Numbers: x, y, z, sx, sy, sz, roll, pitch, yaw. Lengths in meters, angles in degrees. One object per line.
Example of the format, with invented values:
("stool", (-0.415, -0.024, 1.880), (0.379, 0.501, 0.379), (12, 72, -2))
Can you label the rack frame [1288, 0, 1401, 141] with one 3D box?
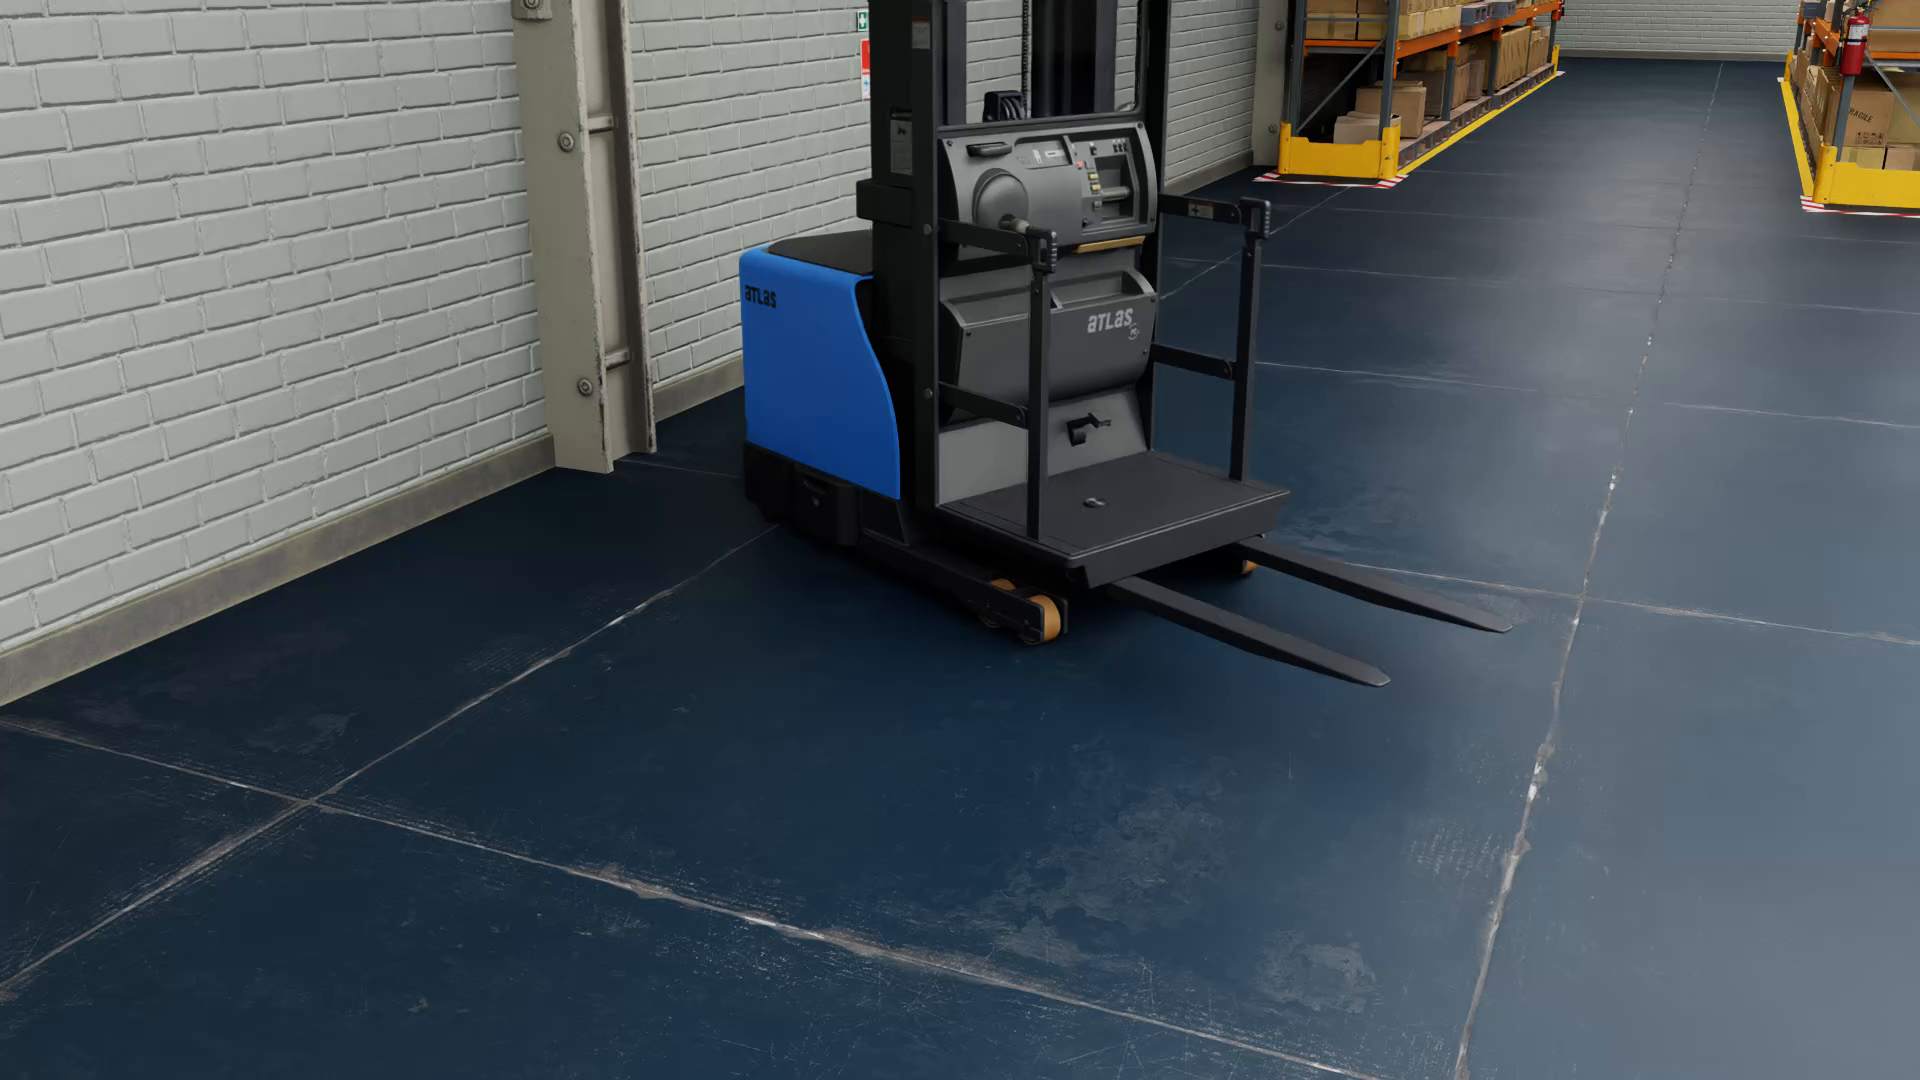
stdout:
("rack frame", (3.809, -5.121, 16.393), (1.000, 3.000, 0.127), (9, 21, 23))

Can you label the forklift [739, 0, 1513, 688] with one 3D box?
("forklift", (0.457, -1.223, 5.533), (1.130, 2.935, 3.031), (-16, 25, -37))

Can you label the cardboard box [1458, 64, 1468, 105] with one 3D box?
("cardboard box", (6.343, -6.072, 22.140), (0.700, 0.500, 0.500), (8, 21, 22))

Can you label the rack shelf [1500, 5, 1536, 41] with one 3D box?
("rack shelf", (7.904, -7.839, 25.109), (1.077, 0.370, 4.000), (9, 21, 23))

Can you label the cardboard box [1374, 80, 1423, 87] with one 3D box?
("cardboard box", (5.058, -5.051, 19.269), (0.500, 0.500, 0.500), (7, 21, 19))

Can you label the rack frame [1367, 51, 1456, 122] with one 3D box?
("rack frame", (5.447, -6.344, 19.831), (1.000, 3.000, 0.127), (9, 21, 23))

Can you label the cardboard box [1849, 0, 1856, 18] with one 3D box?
("cardboard box", (9.792, -5.576, 17.523), (0.700, 0.500, 0.500), (8, 21, 21))

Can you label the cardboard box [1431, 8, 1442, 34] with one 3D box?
("cardboard box", (4.921, -5.636, 18.033), (0.500, 0.250, 0.500), (9, 21, 23))

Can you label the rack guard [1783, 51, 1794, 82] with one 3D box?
("rack guard", (14.850, -8.133, 28.592), (1.175, 0.500, 0.348), (9, 21, 23))

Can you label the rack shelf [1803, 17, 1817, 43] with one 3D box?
("rack shelf", (12.425, -7.161, 23.201), (1.077, 0.370, 4.000), (9, 21, 23))

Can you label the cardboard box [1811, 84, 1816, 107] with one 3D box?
("cardboard box", (9.872, -4.995, 18.678), (0.500, 0.311, 0.500), (9, 21, 23))

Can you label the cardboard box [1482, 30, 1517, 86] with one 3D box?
("cardboard box", (7.870, -7.226, 24.891), (0.750, 0.750, 0.750), (8, 21, 22))

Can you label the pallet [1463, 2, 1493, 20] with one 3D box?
("pallet", (6.311, -6.866, 21.584), (1.003, 0.211, 1.213), (9, 21, 23))

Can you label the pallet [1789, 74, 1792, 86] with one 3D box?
("pallet", (14.525, -7.753, 27.954), (1.003, 0.211, 1.213), (9, 21, 23))

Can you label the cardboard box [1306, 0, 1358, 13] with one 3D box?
("cardboard box", (3.808, -5.587, 16.776), (0.500, 0.500, 0.500), (8, 21, 22))

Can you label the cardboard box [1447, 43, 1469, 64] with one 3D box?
("cardboard box", (6.547, -6.557, 22.384), (0.500, 0.250, 0.500), (9, 21, 24))

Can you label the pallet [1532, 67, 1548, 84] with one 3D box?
("pallet", (9.604, -8.072, 28.851), (1.003, 0.211, 1.213), (9, 21, 23))

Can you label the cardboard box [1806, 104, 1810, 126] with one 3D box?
("cardboard box", (10.082, -4.889, 19.216), (0.500, 0.250, 0.500), (8, 21, 22))

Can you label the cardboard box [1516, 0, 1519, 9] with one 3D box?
("cardboard box", (8.282, -8.156, 25.272), (0.380, 0.149, 0.250), (8, 21, 21))

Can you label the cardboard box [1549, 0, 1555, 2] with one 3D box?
("cardboard box", (9.873, -9.773, 29.024), (0.980, 0.700, 0.700), (8, 21, 22))

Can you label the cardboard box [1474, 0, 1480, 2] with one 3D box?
("cardboard box", (6.411, -7.292, 21.692), (0.700, 0.500, 0.500), (9, 21, 23))

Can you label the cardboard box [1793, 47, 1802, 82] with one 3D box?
("cardboard box", (13.218, -7.354, 25.744), (0.500, 0.500, 0.500), (9, 21, 23))

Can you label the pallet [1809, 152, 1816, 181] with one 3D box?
("pallet", (9.105, -3.740, 16.671), (1.003, 0.211, 1.213), (9, 21, 23))

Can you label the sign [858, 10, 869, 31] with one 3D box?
("sign", (-0.508, -2.982, 9.532), (0.001, 0.109, 0.331), (9, 21, 23))

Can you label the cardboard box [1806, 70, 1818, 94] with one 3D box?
("cardboard box", (10.705, -5.618, 20.429), (0.500, 0.311, 0.500), (8, 21, 21))

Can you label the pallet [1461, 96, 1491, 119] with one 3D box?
("pallet", (6.763, -6.014, 23.066), (1.003, 0.211, 1.213), (9, 21, 23))

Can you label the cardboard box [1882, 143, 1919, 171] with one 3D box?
("cardboard box", (8.752, -3.479, 15.250), (0.500, 0.250, 0.500), (9, 21, 23))

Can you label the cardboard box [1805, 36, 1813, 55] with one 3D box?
("cardboard box", (12.414, -7.074, 23.838), (0.500, 0.250, 0.500), (9, 21, 23))

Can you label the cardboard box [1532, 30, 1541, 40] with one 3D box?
("cardboard box", (9.643, -8.569, 28.224), (0.380, 0.149, 0.250), (8, 21, 21))

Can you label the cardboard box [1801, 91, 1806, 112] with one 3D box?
("cardboard box", (10.918, -5.517, 20.983), (0.500, 0.250, 0.500), (8, 21, 21))

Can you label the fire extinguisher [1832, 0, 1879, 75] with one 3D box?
("fire extinguisher", (7.857, -4.434, 14.575), (0.296, 0.674, 0.183), (9, 21, 23))

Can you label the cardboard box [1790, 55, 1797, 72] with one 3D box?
("cardboard box", (14.195, -7.966, 27.837), (0.500, 0.250, 0.500), (9, 21, 23))

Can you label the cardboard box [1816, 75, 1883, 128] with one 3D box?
("cardboard box", (8.880, -4.364, 16.620), (0.500, 0.500, 0.500), (9, 21, 23))

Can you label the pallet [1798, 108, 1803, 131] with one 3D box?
("pallet", (11.233, -5.328, 21.136), (1.003, 0.211, 1.213), (9, 21, 23))

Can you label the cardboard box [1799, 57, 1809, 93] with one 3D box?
("cardboard box", (12.196, -6.555, 23.499), (0.500, 0.500, 0.500), (8, 21, 21))

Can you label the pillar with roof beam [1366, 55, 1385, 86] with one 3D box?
("pillar with roof beam", (9.691, -9.524, 19.820), (9.100, 9.000, 0.400), (9, 21, 23))

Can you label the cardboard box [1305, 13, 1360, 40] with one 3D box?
("cardboard box", (3.823, -5.230, 16.891), (0.500, 0.250, 0.500), (9, 21, 23))

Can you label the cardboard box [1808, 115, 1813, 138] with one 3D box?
("cardboard box", (9.501, -4.468, 18.032), (0.500, 0.250, 0.500), (9, 21, 23))

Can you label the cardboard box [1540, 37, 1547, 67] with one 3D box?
("cardboard box", (9.960, -8.652, 29.424), (0.700, 0.500, 0.500), (8, 21, 23))

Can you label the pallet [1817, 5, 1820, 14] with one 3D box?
("pallet", (12.398, -7.393, 23.067), (1.003, 0.211, 1.213), (9, 21, 23))

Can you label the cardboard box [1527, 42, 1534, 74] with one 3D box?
("cardboard box", (9.122, -8.024, 27.660), (0.700, 0.500, 0.500), (9, 21, 23))

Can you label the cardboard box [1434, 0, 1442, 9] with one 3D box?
("cardboard box", (4.908, -5.984, 17.894), (0.500, 0.500, 0.500), (9, 22, 24))

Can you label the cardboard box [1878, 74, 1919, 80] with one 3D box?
("cardboard box", (9.560, -4.445, 16.848), (0.500, 0.500, 0.500), (9, 21, 23))

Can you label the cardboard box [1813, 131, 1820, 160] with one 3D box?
("cardboard box", (8.677, -3.857, 16.315), (0.500, 0.250, 0.500), (9, 21, 23))

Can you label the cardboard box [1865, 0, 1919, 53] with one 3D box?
("cardboard box", (8.532, -4.631, 14.864), (0.700, 0.500, 0.500), (9, 21, 23))
